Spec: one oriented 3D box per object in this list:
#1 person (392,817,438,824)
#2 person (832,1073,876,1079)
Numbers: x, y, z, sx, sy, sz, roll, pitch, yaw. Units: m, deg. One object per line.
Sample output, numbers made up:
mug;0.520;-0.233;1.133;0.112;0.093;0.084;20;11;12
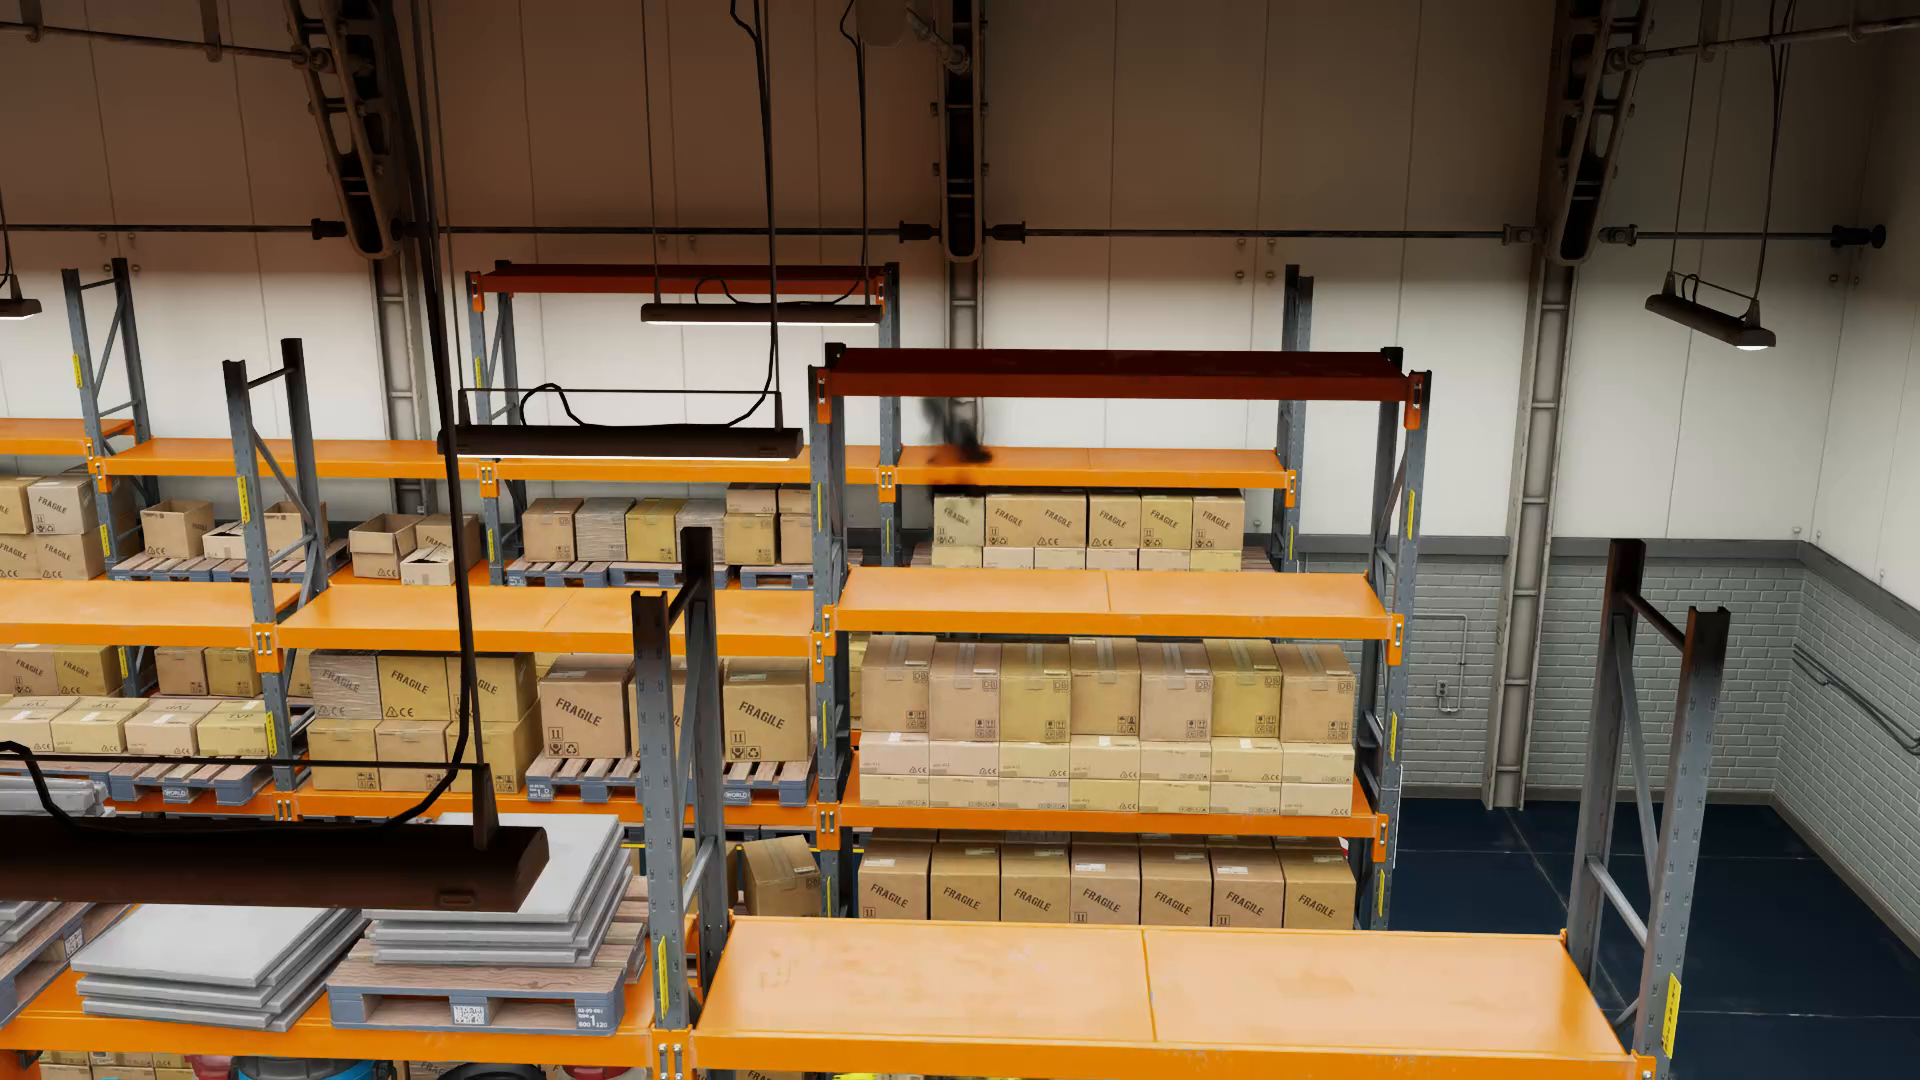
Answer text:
person;-4.998;2.945;15.153;1.004;1.772;0.659;-1;16;-3
person;-0.666;4.222;10.982;0.620;1.711;0.694;-1;16;-5
